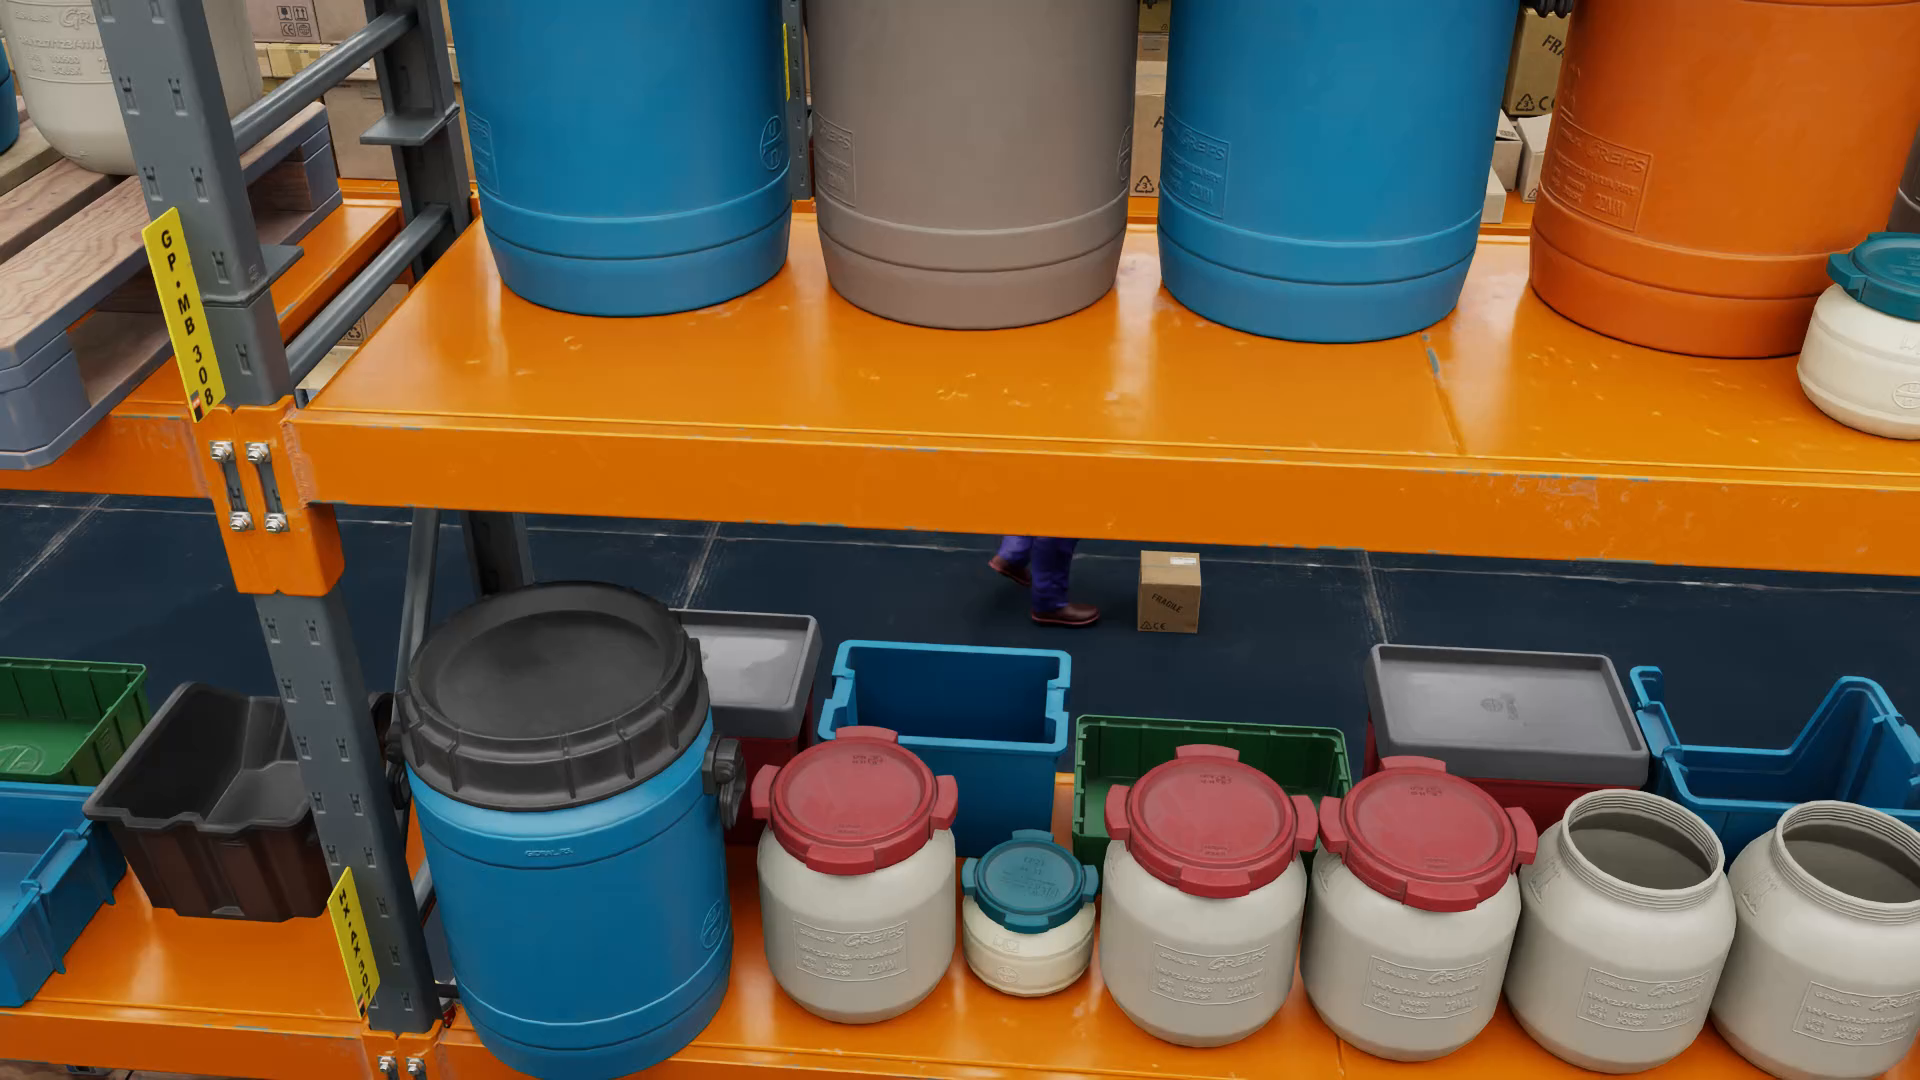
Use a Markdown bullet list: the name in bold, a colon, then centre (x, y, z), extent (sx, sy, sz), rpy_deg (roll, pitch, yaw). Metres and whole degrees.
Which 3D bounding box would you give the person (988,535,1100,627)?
- **person**: centre (0.369, -0.397, 6.756), extent (0.443, 1.646, 0.501), rpy_deg (-5, 32, -8)
